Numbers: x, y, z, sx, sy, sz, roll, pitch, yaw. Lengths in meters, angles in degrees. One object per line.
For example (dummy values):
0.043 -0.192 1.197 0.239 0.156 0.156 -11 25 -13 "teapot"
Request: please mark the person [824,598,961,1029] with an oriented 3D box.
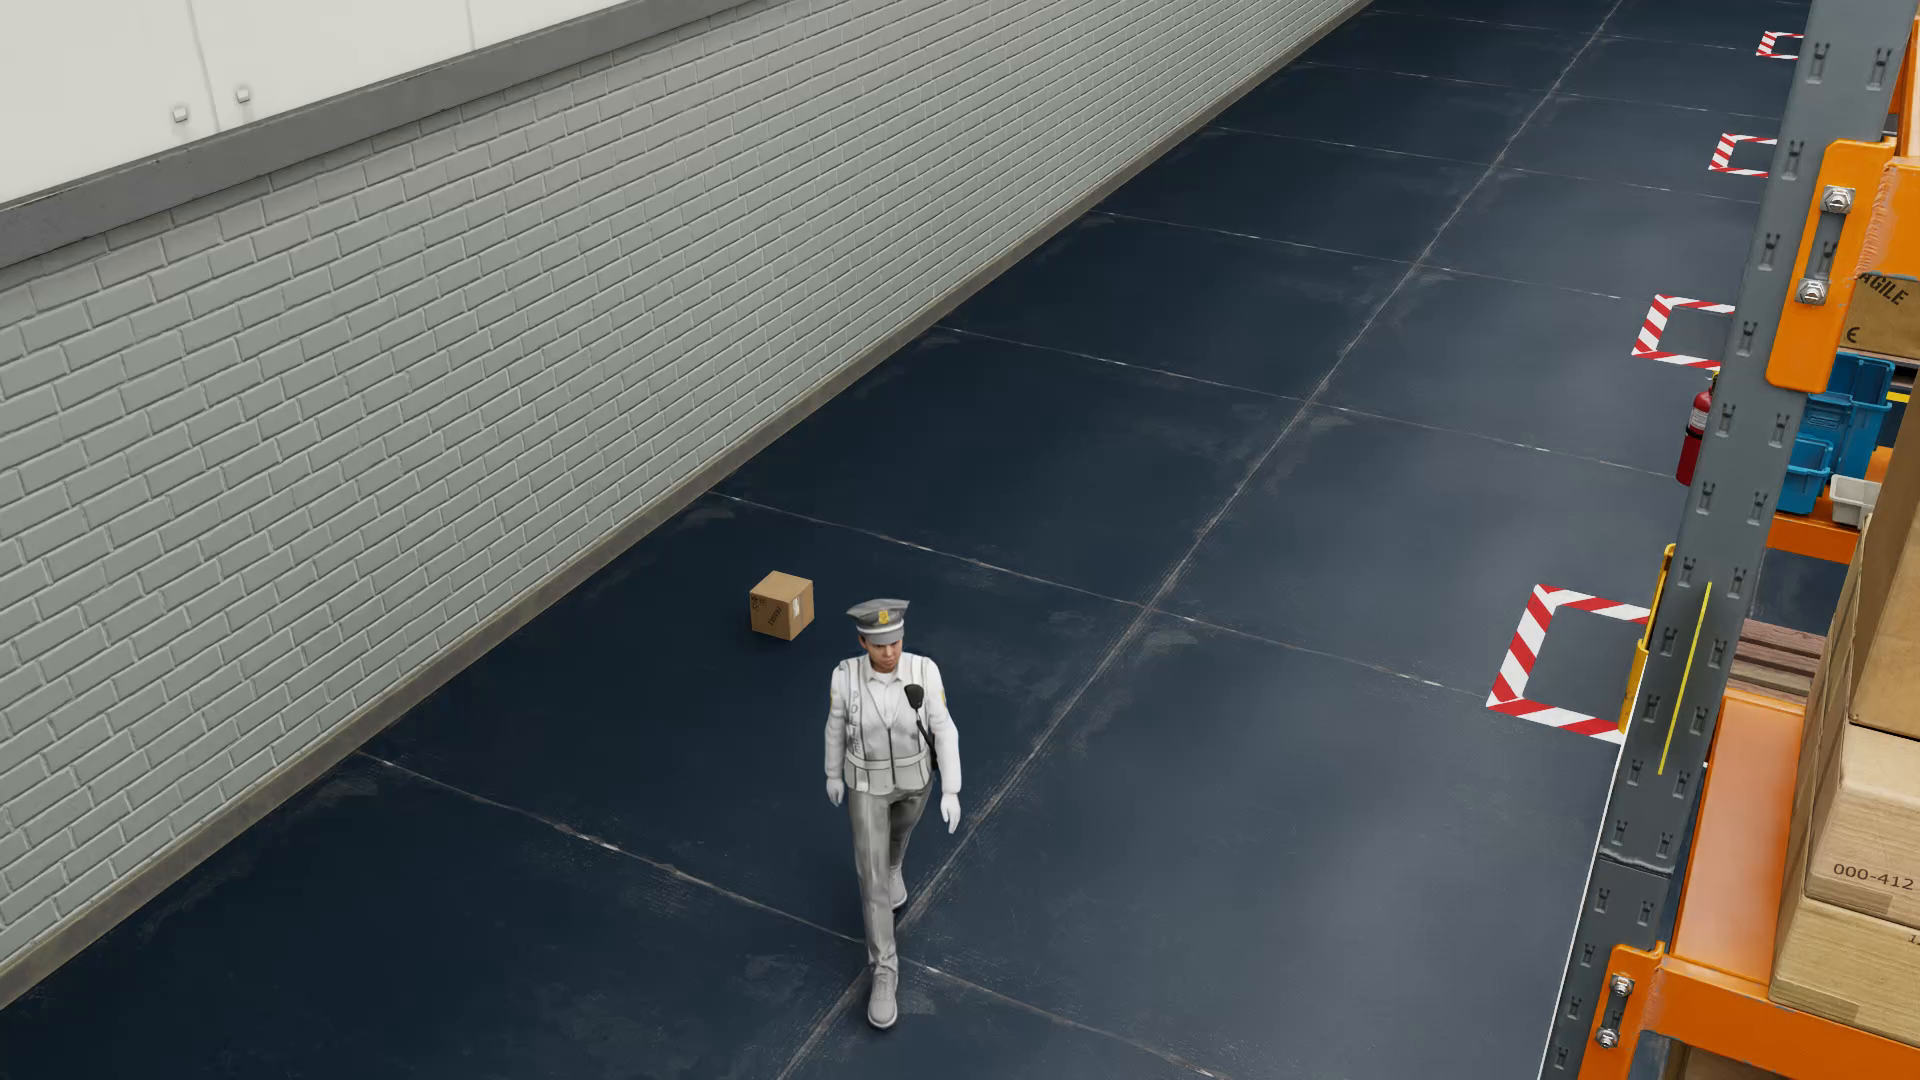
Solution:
-0.251 0.980 6.547 0.517 1.636 0.937 -6 31 -10 "person"
